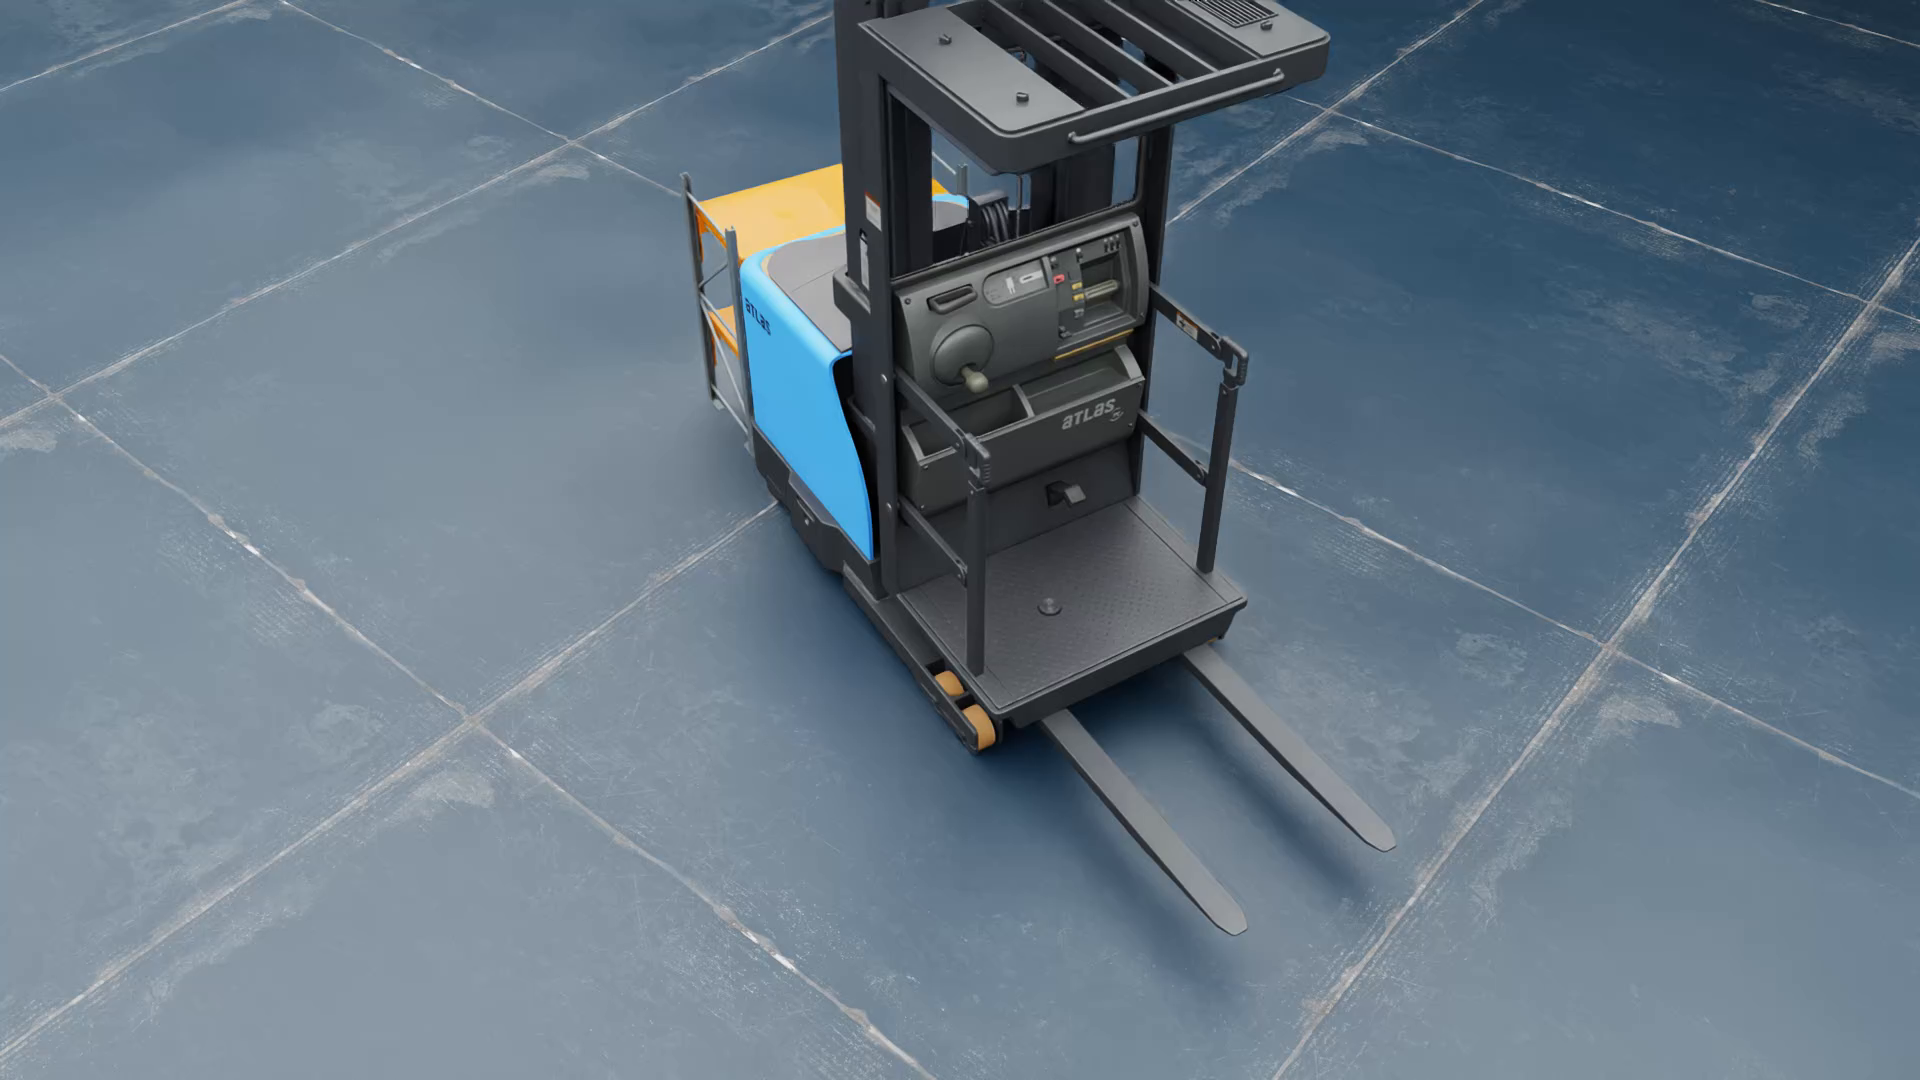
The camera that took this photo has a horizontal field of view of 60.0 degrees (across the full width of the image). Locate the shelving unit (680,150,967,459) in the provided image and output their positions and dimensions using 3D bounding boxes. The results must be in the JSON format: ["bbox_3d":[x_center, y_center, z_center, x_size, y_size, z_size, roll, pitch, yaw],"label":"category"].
[{"bbox_3d":[-0.550,-1.083,7.103,1.048,1.125,0.538,-21,46,-21],"label":"shelving unit"}]

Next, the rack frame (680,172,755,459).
[{"bbox_3d":[-0.994,-0.916,6.919,0.032,1.125,0.500,-21,46,-21],"label":"rack frame"}]

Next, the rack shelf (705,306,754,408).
[{"bbox_3d":[-0.550,-0.901,7.267,1.000,0.278,0.538,-21,46,-21],"label":"rack shelf"}]

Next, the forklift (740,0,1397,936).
[{"bbox_3d":[0.336,-0.694,5.335,1.130,2.935,3.031,-22,47,-23],"label":"forklift"}]

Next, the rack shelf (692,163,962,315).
[{"bbox_3d":[-0.551,-1.300,6.907,1.000,0.278,0.538,-21,46,-21],"label":"rack shelf"}]

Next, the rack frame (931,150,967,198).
[{"bbox_3d":[-0.107,-1.250,7.286,0.032,1.125,0.500,-21,46,-21],"label":"rack frame"}]
